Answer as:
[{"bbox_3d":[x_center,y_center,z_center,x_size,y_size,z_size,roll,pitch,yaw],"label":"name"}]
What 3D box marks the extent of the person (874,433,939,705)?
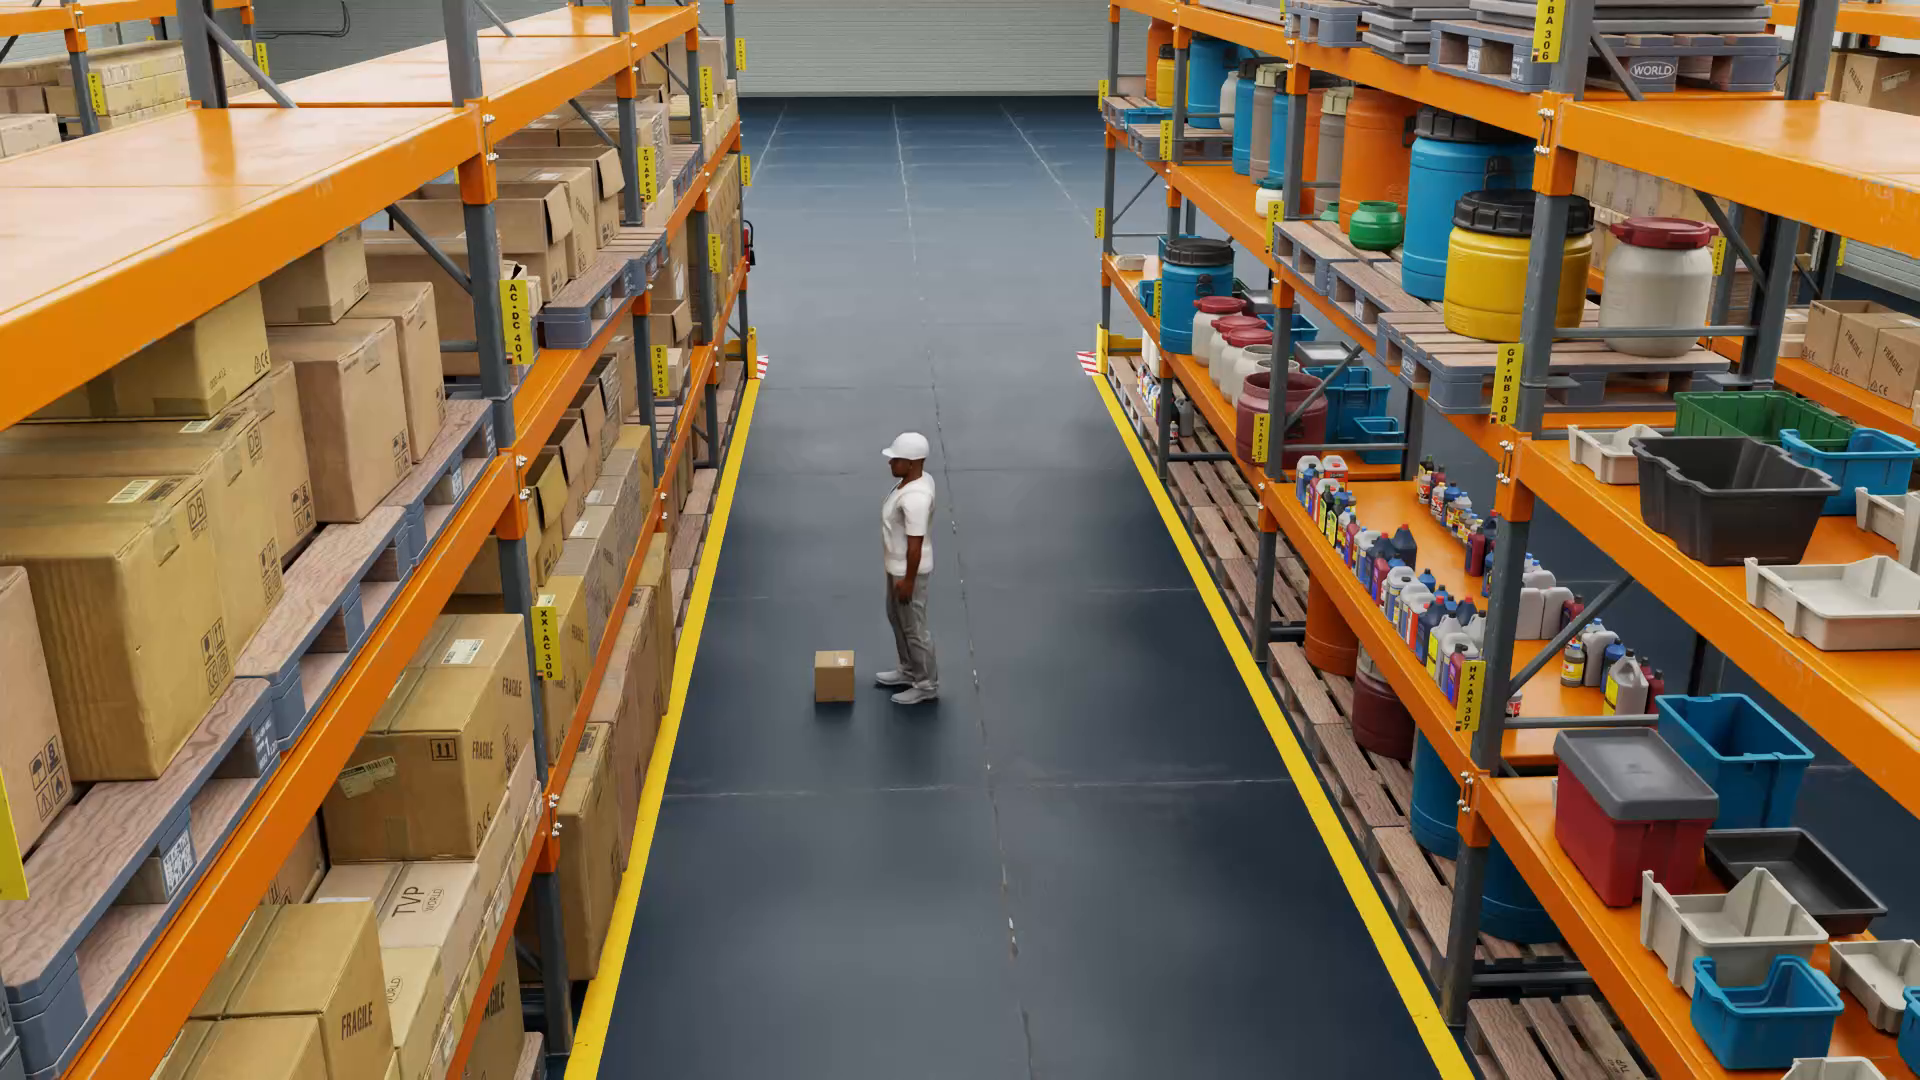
[{"bbox_3d":[-0.352,0.173,10.586,0.428,1.770,0.562,-1,20,-2],"label":"person"}]
